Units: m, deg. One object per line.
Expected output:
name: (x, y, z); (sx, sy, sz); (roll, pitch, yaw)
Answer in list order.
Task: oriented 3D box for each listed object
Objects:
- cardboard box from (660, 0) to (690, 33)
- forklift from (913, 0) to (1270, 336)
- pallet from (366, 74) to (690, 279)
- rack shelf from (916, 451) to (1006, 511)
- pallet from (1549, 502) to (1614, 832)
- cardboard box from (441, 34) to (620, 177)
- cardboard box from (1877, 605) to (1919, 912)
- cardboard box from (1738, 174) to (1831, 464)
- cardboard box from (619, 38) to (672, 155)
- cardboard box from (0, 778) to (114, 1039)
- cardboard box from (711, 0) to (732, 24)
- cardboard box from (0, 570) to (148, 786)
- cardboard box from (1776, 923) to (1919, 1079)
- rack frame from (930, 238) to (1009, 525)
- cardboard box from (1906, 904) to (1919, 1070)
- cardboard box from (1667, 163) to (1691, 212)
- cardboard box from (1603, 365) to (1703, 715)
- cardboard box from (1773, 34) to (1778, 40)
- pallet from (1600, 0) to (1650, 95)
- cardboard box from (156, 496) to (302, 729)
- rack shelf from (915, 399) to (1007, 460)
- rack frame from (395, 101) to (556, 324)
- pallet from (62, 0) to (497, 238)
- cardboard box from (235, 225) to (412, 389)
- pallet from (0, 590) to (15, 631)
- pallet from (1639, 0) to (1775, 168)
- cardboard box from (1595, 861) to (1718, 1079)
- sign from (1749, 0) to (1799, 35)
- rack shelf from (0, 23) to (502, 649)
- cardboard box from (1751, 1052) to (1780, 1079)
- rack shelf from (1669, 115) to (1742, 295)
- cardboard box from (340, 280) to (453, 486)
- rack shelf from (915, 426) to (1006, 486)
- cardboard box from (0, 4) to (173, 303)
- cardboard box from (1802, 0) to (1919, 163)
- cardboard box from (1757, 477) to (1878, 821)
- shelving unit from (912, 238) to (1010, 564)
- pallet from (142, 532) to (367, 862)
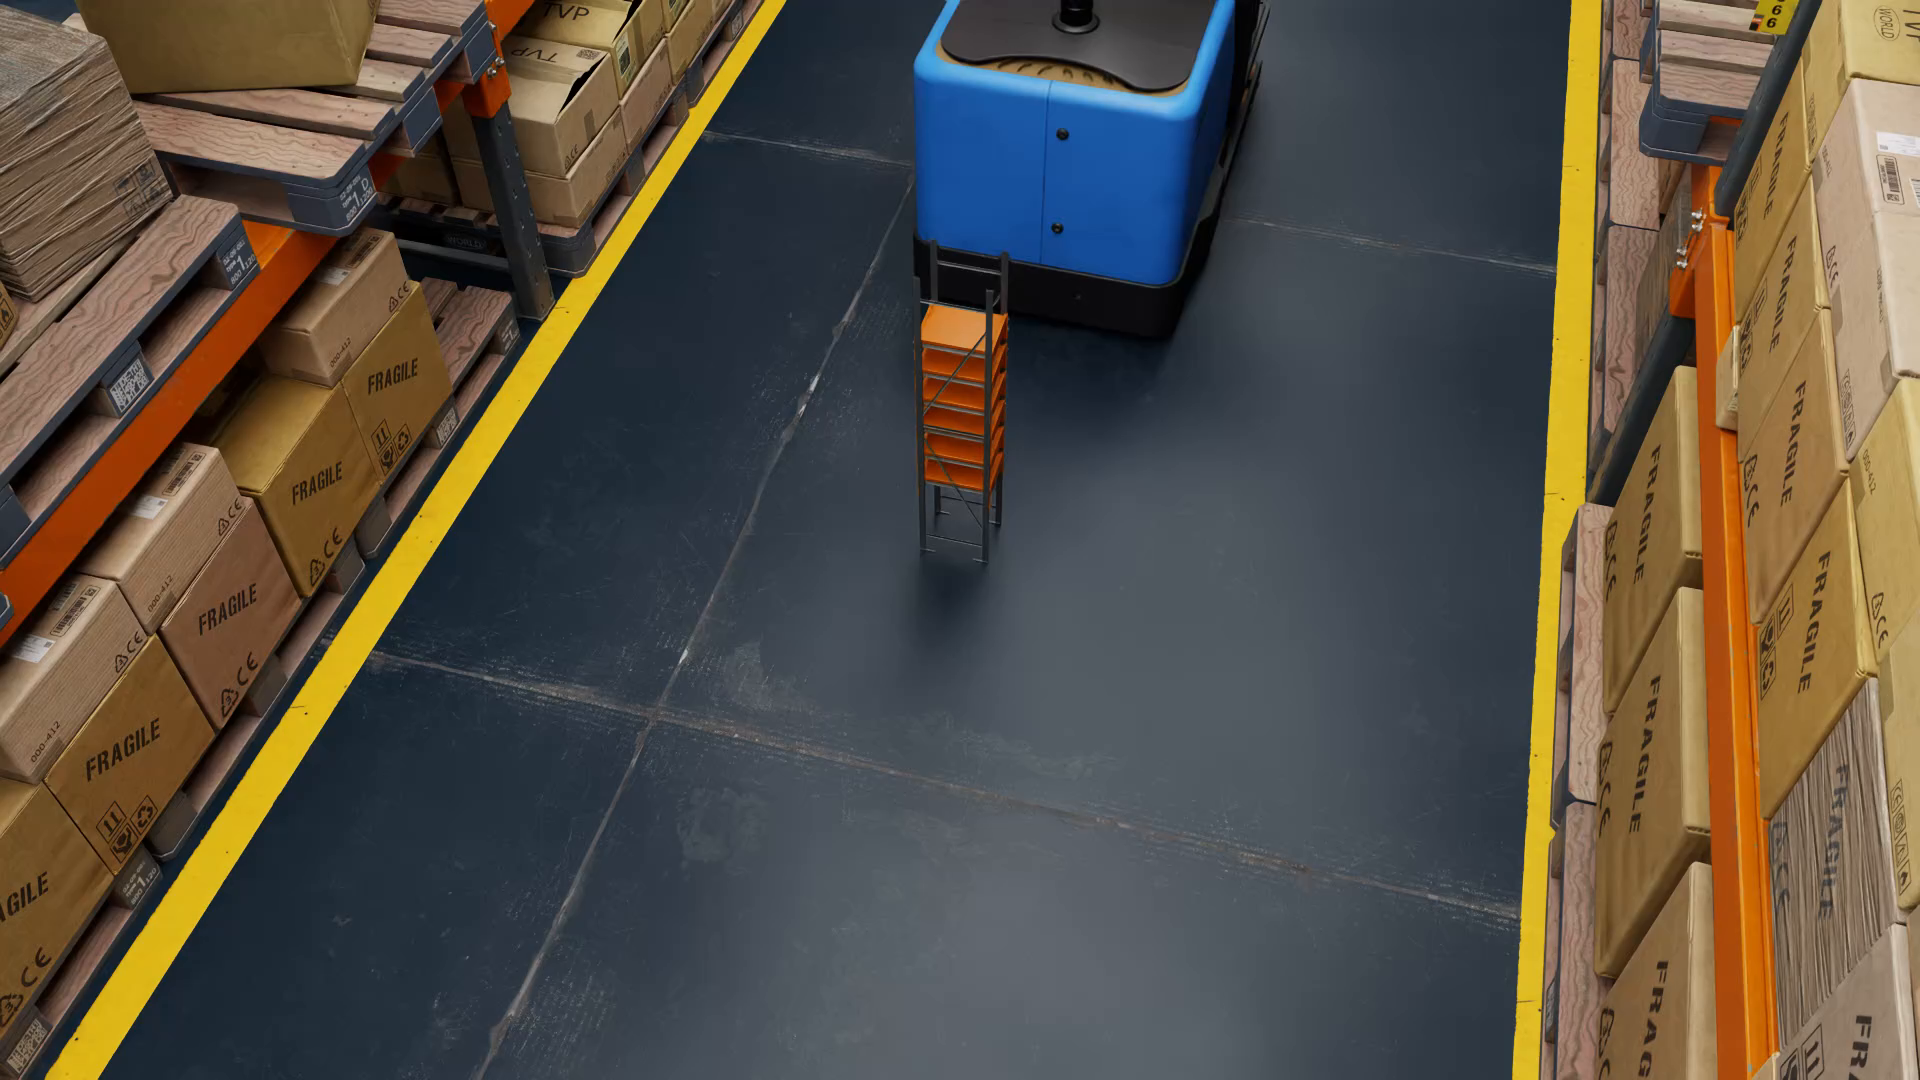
cardboard box: (-1.407, -2.468, 7.107); (0.500, 0.311, 0.500); (10, 49, 9)
forklift: (0.723, -2.879, 6.336); (1.130, 2.935, 3.031); (12, 50, 11)
pallet: (-1.841, -1.647, 7.063); (1.003, 0.211, 1.213); (12, 50, 10)
rack shelf: (0.004, -0.219, 5.523); (0.258, 0.103, 0.180); (12, 50, 10)
pallet: (2.405, 0.471, 5.194); (1.003, 0.211, 1.213); (12, 50, 10)
cardboard box: (-1.674, -1.717, 6.445); (0.500, 0.311, 0.500); (13, 50, 11)
cardboard box: (1.787, 0.375, 2.640); (0.500, 0.250, 0.500); (12, 50, 11)
cardboard box: (2.164, -0.467, 3.883); (0.500, 0.500, 0.500); (13, 50, 11)
cardboard box: (-1.542, -1.896, 6.976); (0.500, 0.250, 0.500); (10, 49, 9)
cardboard box: (-2.656, 0.903, 4.326); (0.500, 0.500, 0.500); (12, 50, 11)
cardboard box: (-1.276, -2.644, 7.636); (0.500, 0.250, 0.500); (12, 50, 11)
cardboard box: (-2.522, 0.320, 4.341); (0.500, 0.250, 0.500); (12, 50, 10)
cardboard box: (1.635, 0.993, 2.594); (0.500, 0.500, 0.500); (12, 50, 10)
rack frame: (0.028, -0.474, 5.368); (0.240, 1.200, 0.006); (12, 50, 10)
cardboard box: (1.652, 0.744, 2.314); (0.500, 0.250, 0.500); (13, 50, 11)
cardboard box: (3.072, -1.206, 6.188); (0.700, 0.500, 0.500); (11, 50, 10)
cardboard box: (2.365, 0.071, 4.840); (0.750, 0.750, 0.750); (11, 49, 10)
cardboard box: (2.799, -1.528, 4.738); (0.700, 0.500, 0.500); (6, 49, 6)
pallet: (3.534, -2.414, 7.740); (1.003, 0.211, 1.213); (12, 50, 10)
cardboard box: (-2.383, 0.178, 4.966); (0.500, 0.500, 0.500); (10, 49, 9)
rack shelf: (0.004, -0.378, 5.343); (0.258, 0.103, 0.180); (12, 50, 10)
rack frame: (-2.095, -1.982, 5.499); (1.000, 3.000, 0.127); (12, 50, 10)
pallet: (-2.206, -1.414, 5.126); (1.213, 0.211, 1.003); (12, 50, 10)
cardboard box: (-2.125, -0.784, 5.315); (0.500, 0.250, 0.500); (13, 50, 11)
pallet: (-2.832, 0.418, 3.508); (1.003, 0.211, 1.213); (12, 50, 10)
pallet: (2.770, -1.480, 5.184); (1.213, 0.211, 1.003); (12, 50, 10)
cardboard box: (1.909, 1.319, 3.739); (0.750, 0.750, 0.750); (13, 50, 11)
sign: (2.159, -1.464, 4.322); (0.100, 0.325, 0.005); (12, 50, 10)
rack shelf: (-2.621, -0.297, 4.492); (1.077, 0.370, 4.000); (12, 50, 10)
cardboard box: (1.616, 1.094, 2.938); (0.380, 0.149, 0.250); (12, 50, 10)
rack shelf: (3.212, -2.216, 6.185); (1.077, 0.370, 4.000); (12, 50, 10)
cardboard box: (-2.115, -0.578, 5.633); (0.500, 0.500, 0.500); (13, 50, 12)
rack shelf: (0.004, -0.299, 5.433); (0.258, 0.103, 0.180); (12, 50, 10)
cardboard box: (-2.577, -1.052, 4.331); (0.700, 0.500, 0.500); (20, 52, 17)
cardboard box: (2.309, -1.095, 3.937); (0.500, 0.250, 0.500); (13, 50, 11)
cardboard box: (1.902, 0.269, 3.233); (0.500, 0.500, 0.500); (13, 50, 11)
shelving unit: (0.004, -0.408, 5.309); (0.258, 1.200, 0.189); (12, 50, 10)
pallet: (-2.651, 0.353, 5.298); (1.003, 0.211, 1.213); (12, 50, 10)
